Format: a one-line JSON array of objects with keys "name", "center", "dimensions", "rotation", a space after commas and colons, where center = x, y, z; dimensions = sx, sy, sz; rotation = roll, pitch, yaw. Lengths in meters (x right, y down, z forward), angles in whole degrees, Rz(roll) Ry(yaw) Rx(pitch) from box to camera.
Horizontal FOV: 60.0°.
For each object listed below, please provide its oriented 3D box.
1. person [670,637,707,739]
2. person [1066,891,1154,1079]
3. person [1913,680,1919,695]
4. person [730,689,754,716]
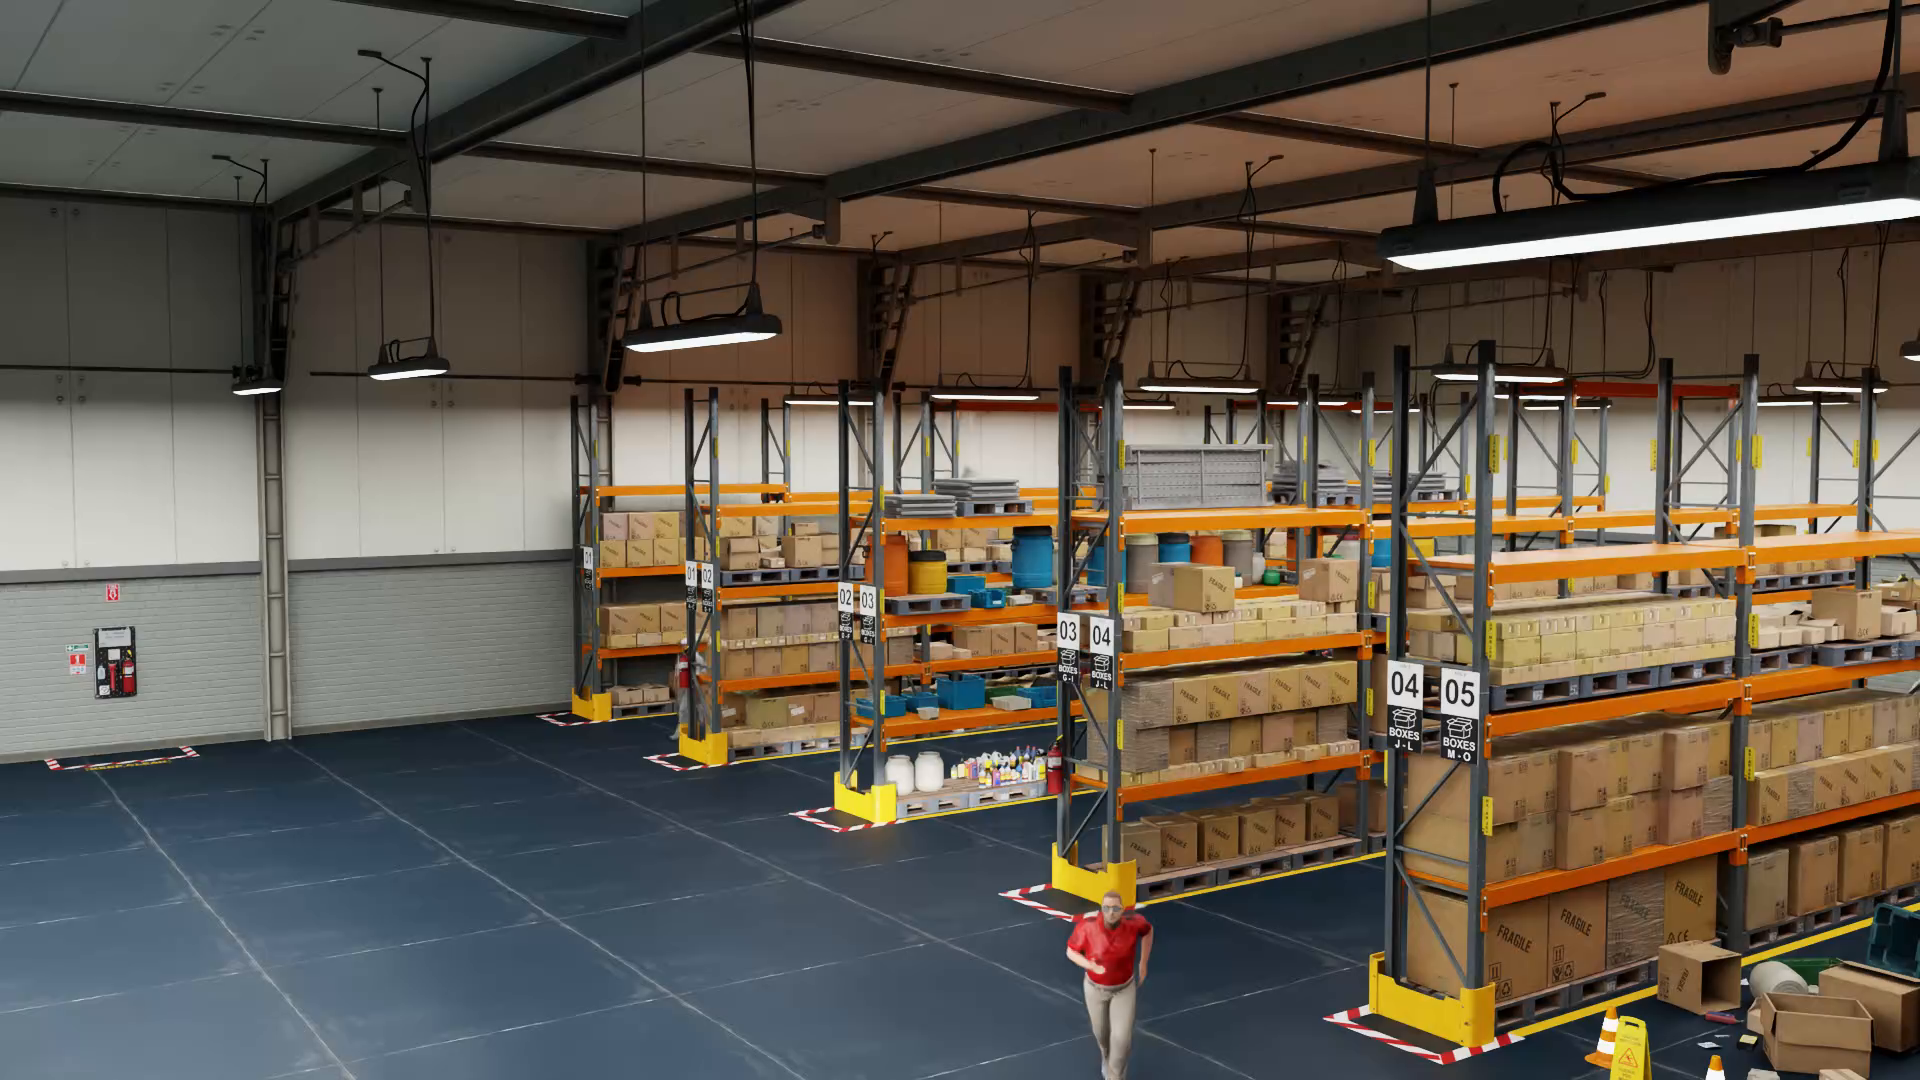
[{"name": "person", "center": [-4.703, 2.558, 29.005], "dimensions": [0.684, 1.762, 0.849], "rotation": [2, 4, 35]}, {"name": "person", "center": [1.175, 3.548, 13.002], "dimensions": [0.658, 1.752, 1.015], "rotation": [1, 3, 10]}, {"name": "person", "center": [15.648, 2.801, 26.795], "dimensions": [0.583, 1.548, 0.465], "rotation": [1, 4, 14]}, {"name": "person", "center": [-3.776, 2.629, 29.077], "dimensions": [0.928, 1.662, 0.606], "rotation": [-3, 4, -37]}]
